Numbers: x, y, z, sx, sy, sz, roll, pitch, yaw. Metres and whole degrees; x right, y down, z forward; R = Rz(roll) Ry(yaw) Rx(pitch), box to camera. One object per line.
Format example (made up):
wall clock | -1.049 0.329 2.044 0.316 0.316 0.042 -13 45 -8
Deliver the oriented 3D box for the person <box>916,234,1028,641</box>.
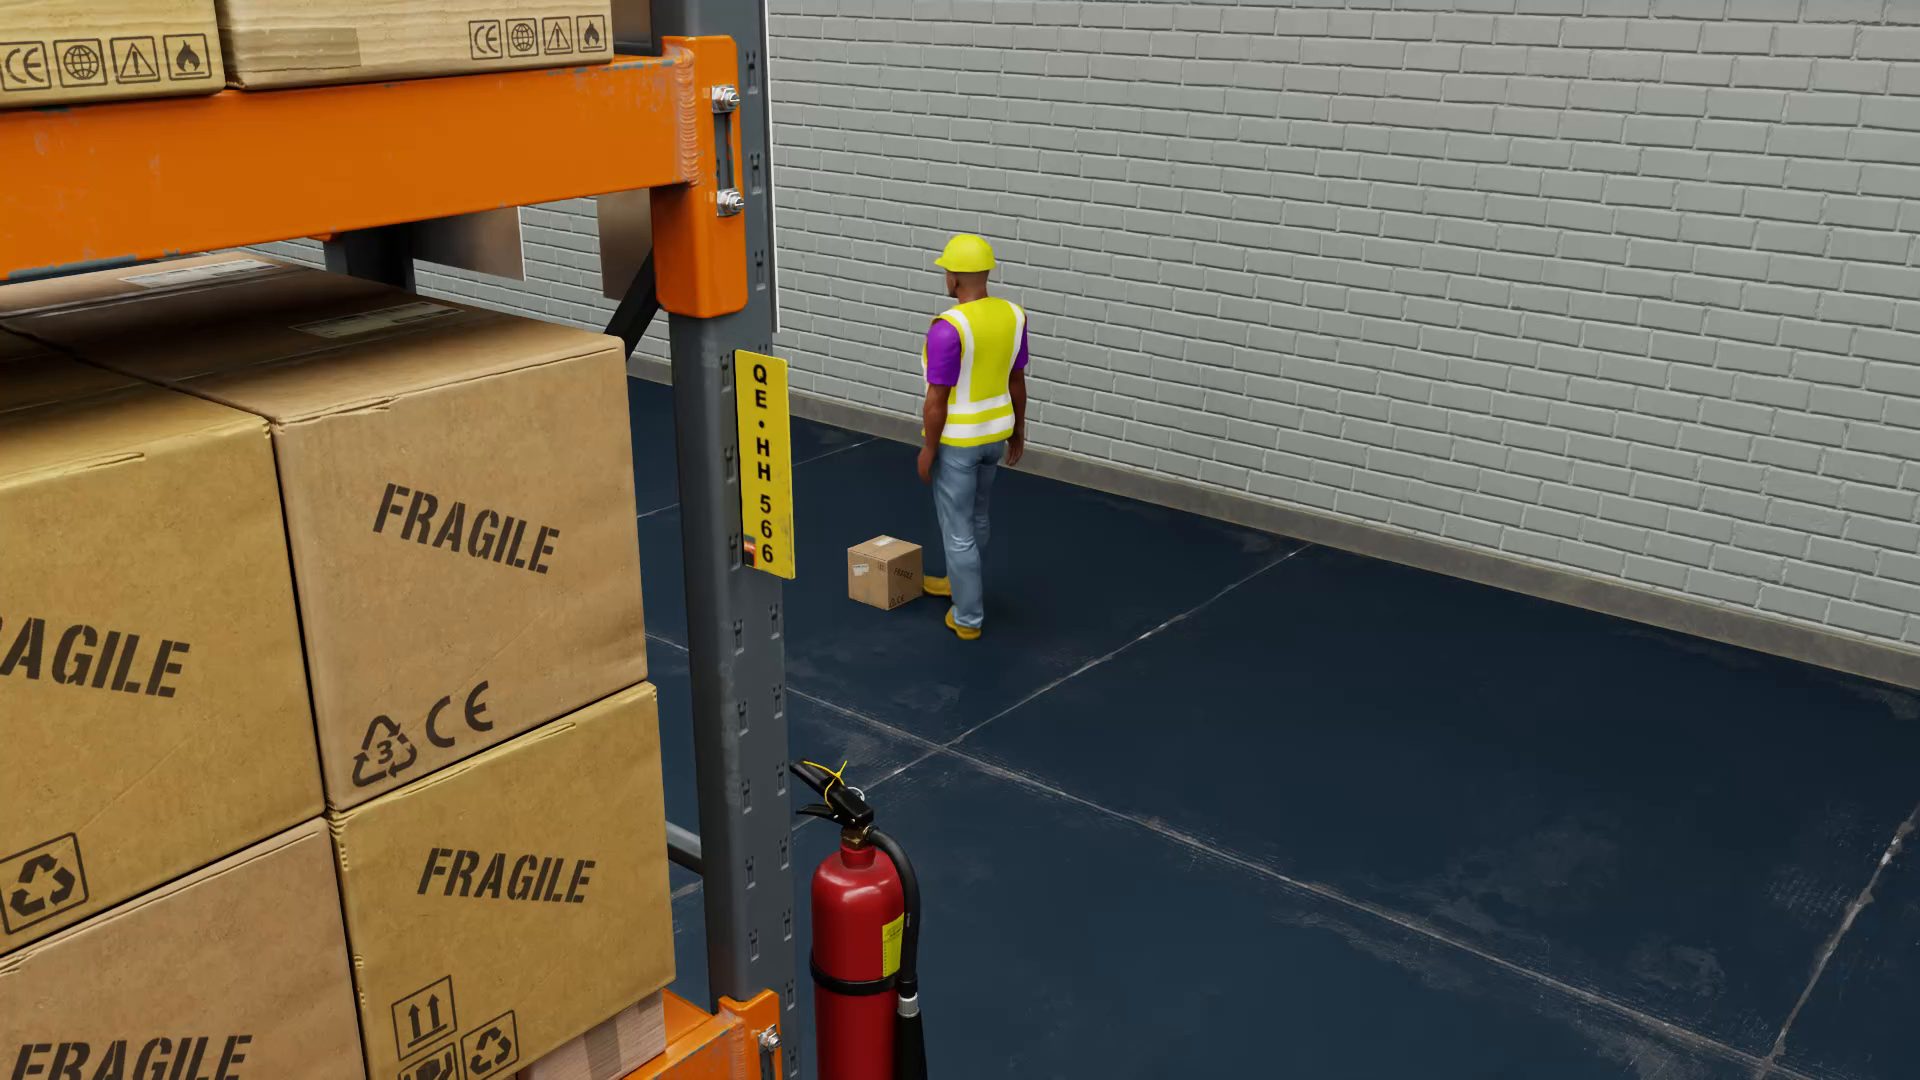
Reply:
person | -0.038 -0.484 7.353 0.628 1.760 0.582 19 27 41
